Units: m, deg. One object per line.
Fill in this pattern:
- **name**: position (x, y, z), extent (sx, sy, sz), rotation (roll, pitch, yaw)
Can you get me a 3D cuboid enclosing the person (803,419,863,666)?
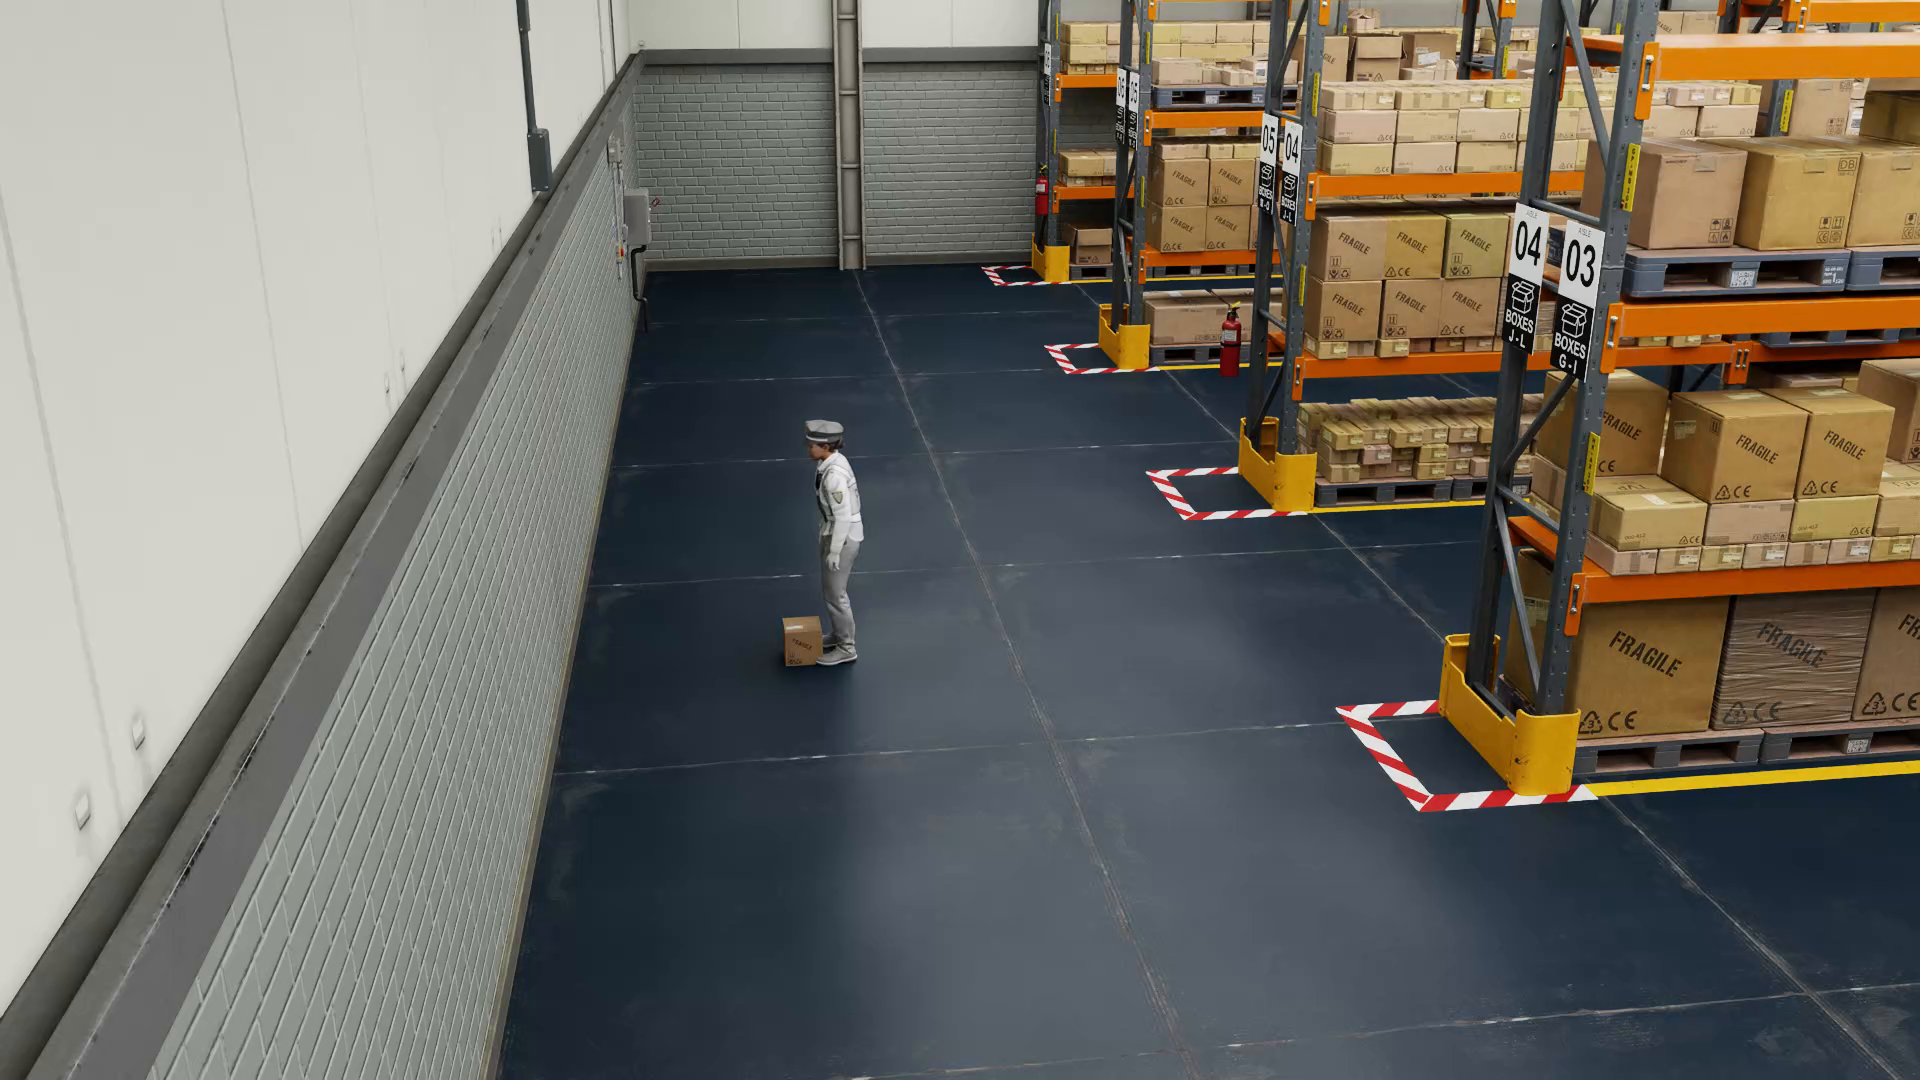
- **person**: position (-0.834, 0.008, 11.047), extent (0.378, 1.663, 0.538), rotation (-3, 20, -9)
